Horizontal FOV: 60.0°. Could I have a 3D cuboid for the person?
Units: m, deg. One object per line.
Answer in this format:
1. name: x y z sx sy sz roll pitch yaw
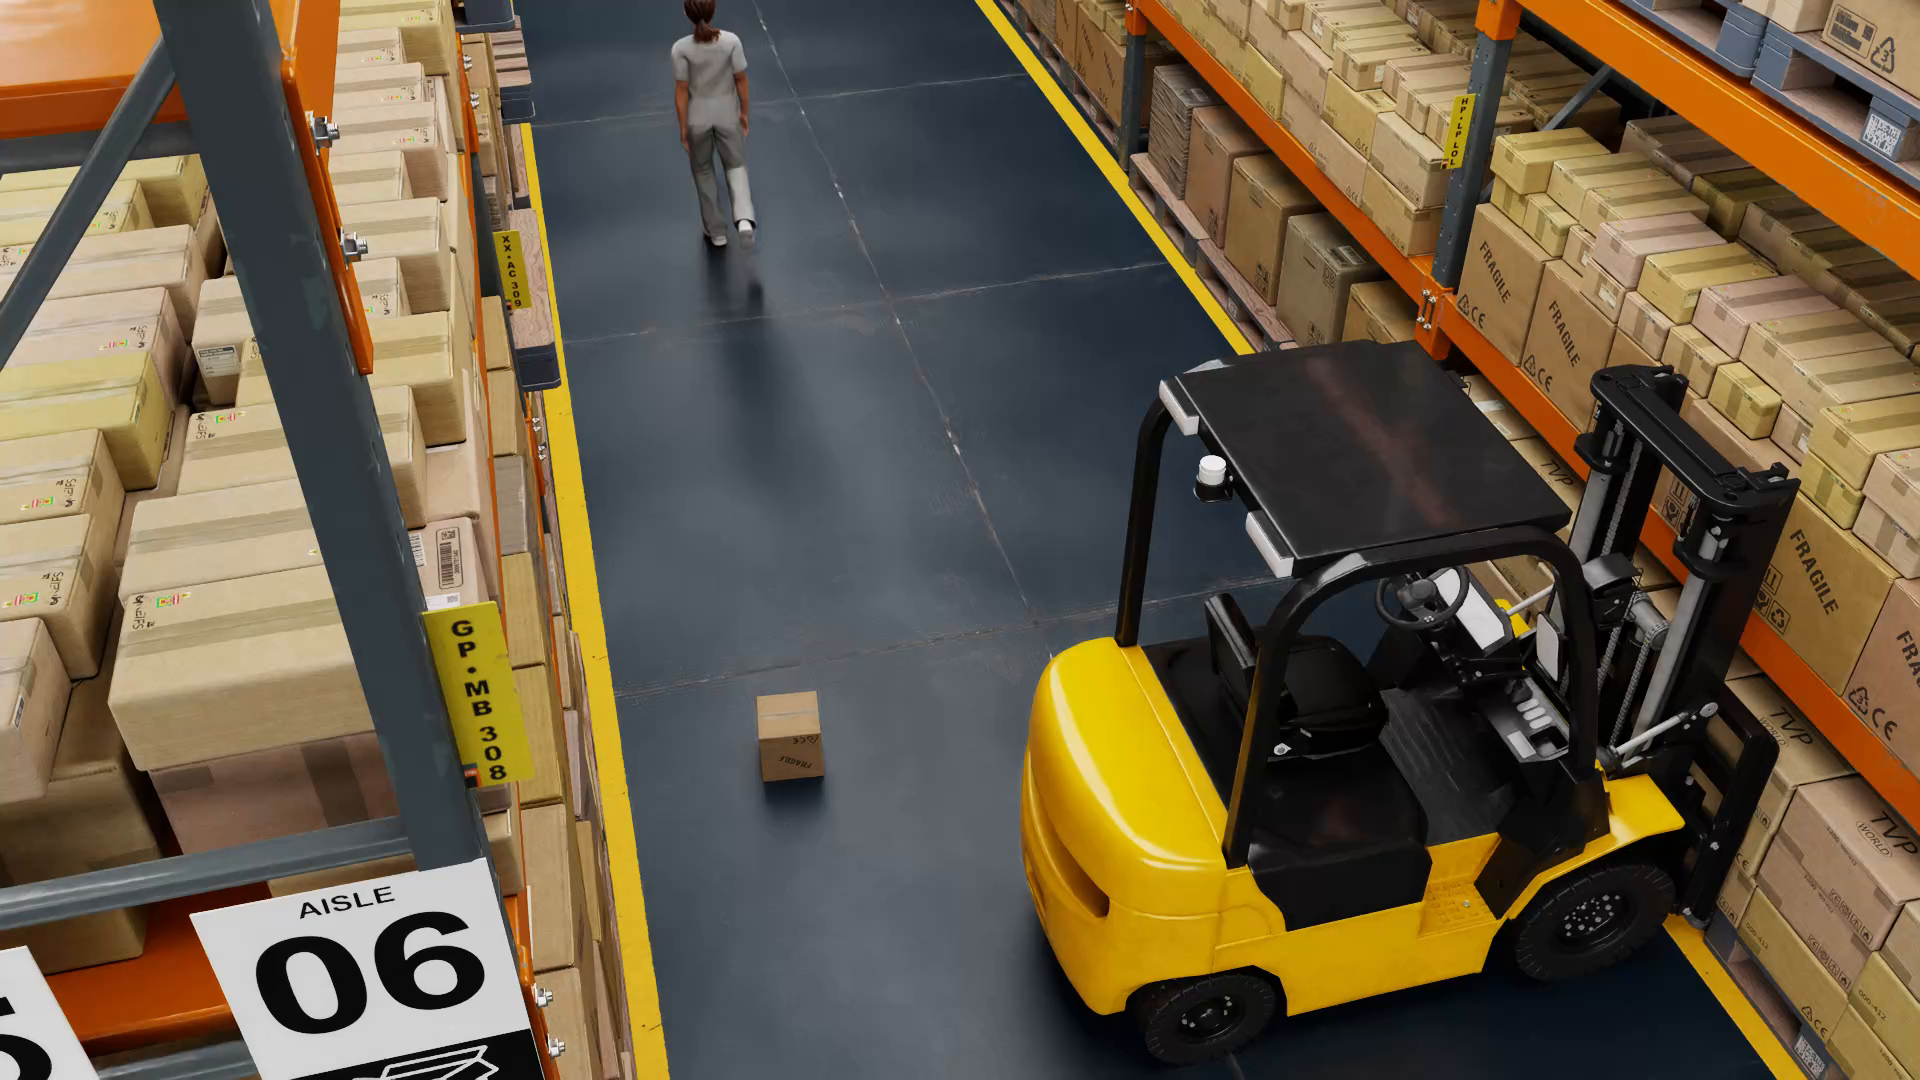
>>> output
1. person: -1.441 -2.446 9.789 0.443 1.651 0.713 -11 40 -13
